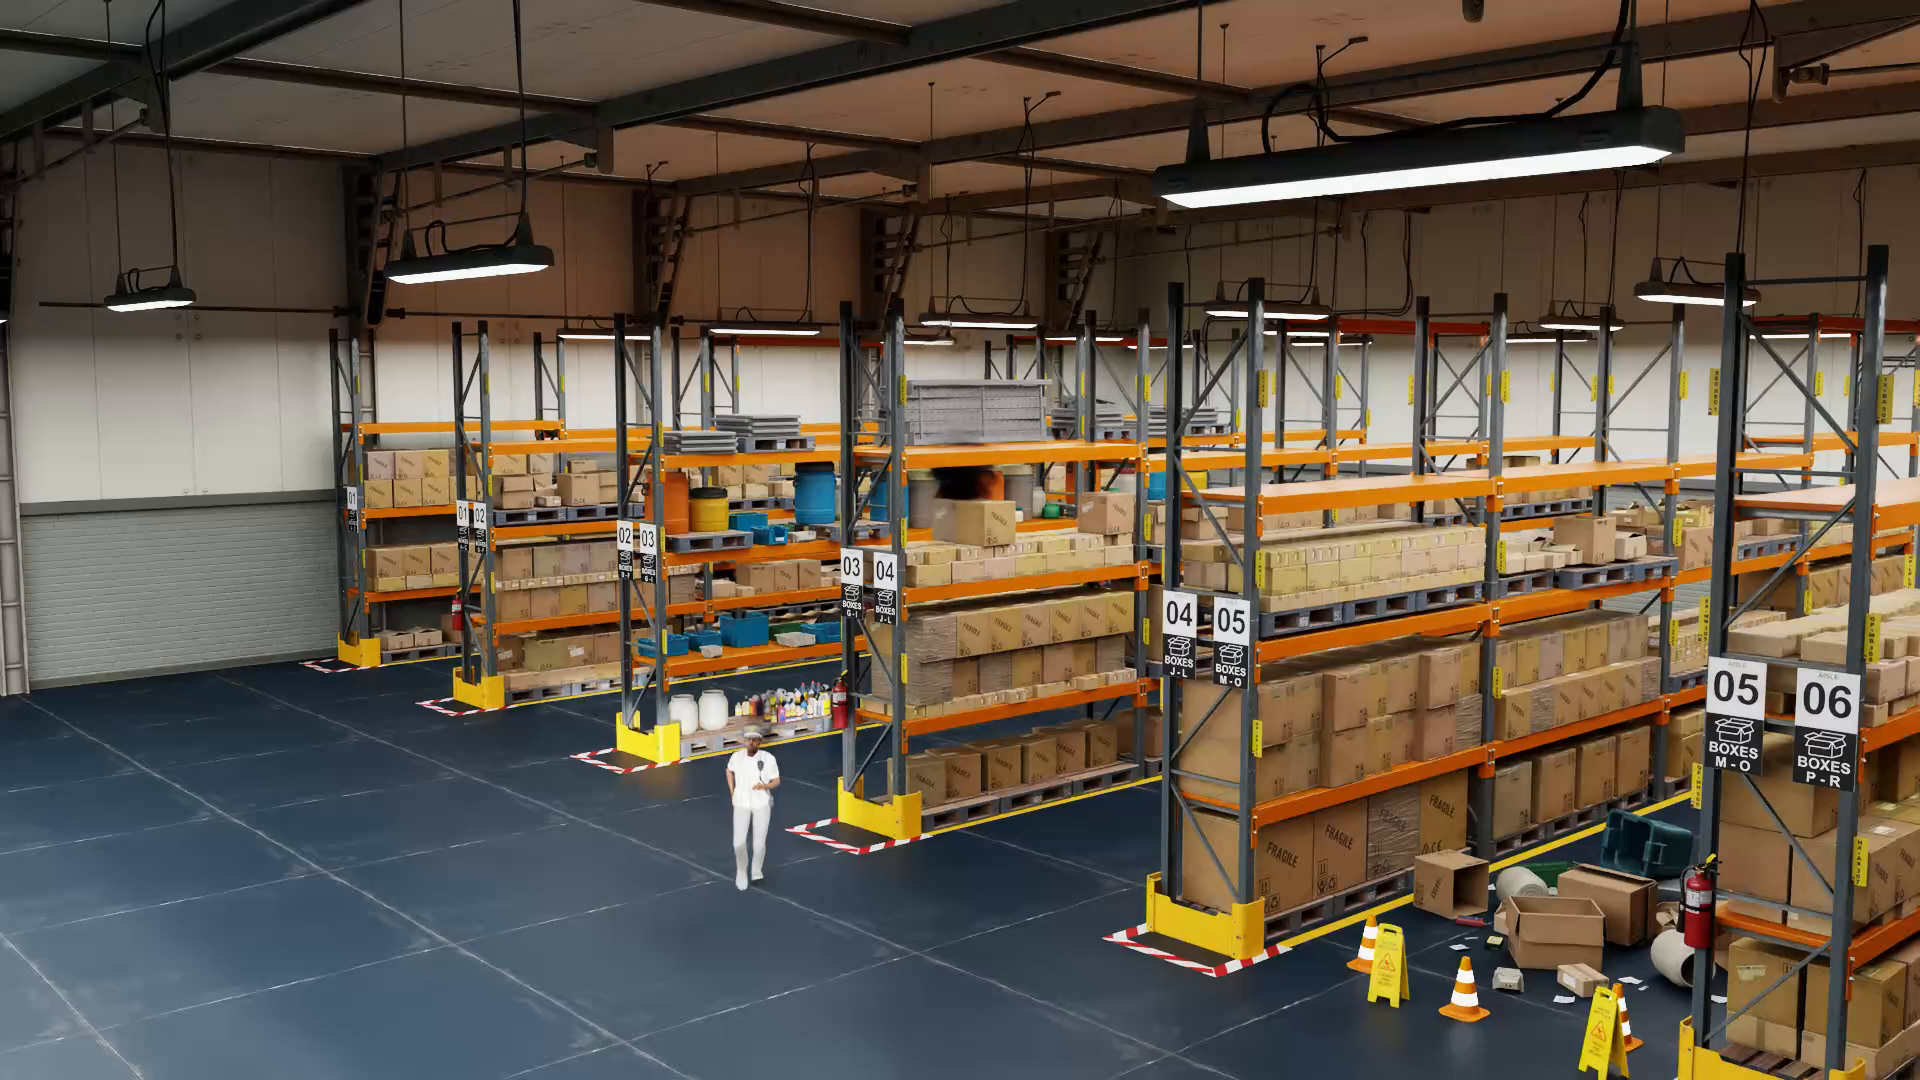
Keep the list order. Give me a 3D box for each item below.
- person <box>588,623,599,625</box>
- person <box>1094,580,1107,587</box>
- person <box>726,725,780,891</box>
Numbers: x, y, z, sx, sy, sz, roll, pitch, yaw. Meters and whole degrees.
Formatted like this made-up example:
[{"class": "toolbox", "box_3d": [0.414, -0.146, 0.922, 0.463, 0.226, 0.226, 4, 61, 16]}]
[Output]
[{"class": "person", "box_3d": [-6.407, 1.409, 29.194, 0.686, 1.721, 0.591, 5, 7, 40]}, {"class": "person", "box_3d": [2.572, 1.270, 30.962, 0.878, 1.693, 0.698, -5, 7, -39]}, {"class": "person", "box_3d": [-2.085, 2.679, 16.740, 0.563, 1.686, 0.705, 0, 6, -2]}]
